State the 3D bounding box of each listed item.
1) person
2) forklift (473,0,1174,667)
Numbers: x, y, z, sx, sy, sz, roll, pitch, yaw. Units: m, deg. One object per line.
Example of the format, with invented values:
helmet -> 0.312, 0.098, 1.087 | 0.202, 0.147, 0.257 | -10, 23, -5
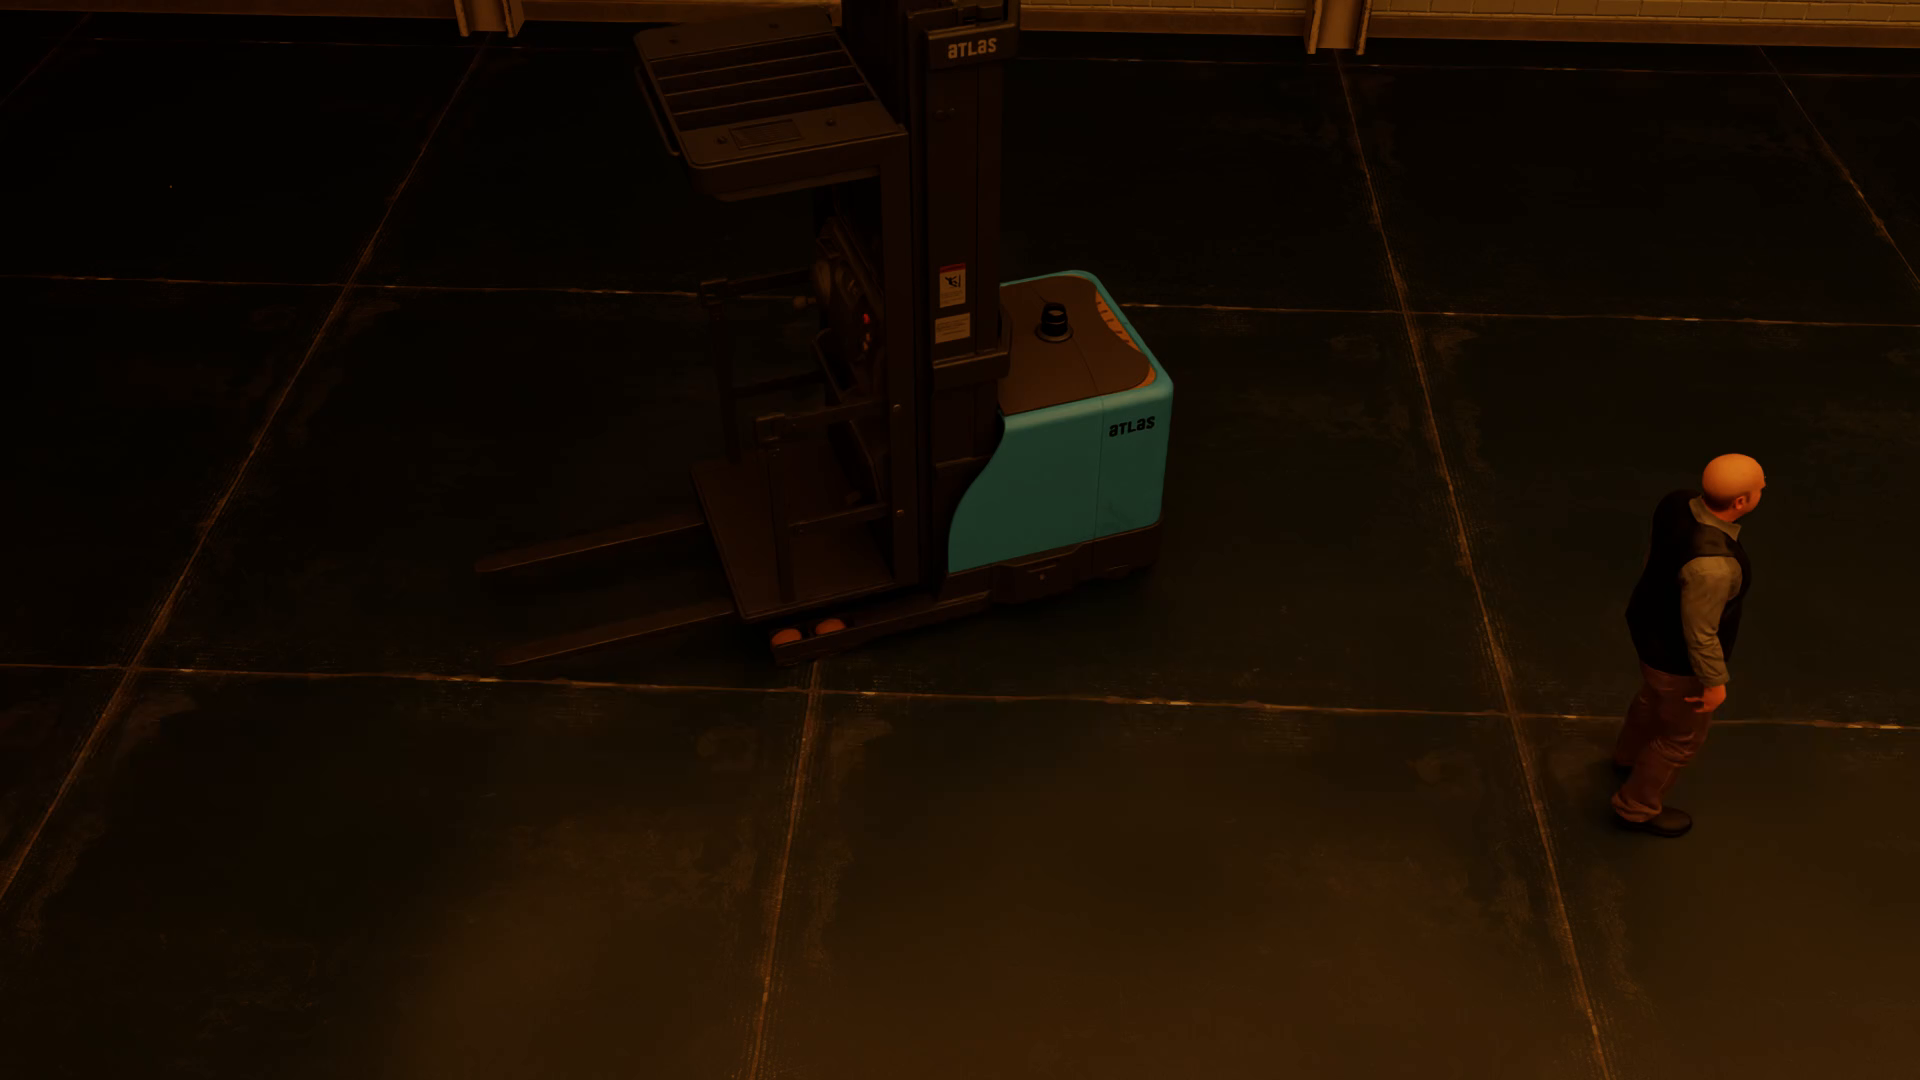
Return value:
person -> 2.737, 0.391, 6.228 | 0.498, 1.742, 0.615 | 3, 42, 3
forklift -> -0.646, -0.932, 6.763 | 3.031, 2.935, 1.130 | -13, 44, -14
